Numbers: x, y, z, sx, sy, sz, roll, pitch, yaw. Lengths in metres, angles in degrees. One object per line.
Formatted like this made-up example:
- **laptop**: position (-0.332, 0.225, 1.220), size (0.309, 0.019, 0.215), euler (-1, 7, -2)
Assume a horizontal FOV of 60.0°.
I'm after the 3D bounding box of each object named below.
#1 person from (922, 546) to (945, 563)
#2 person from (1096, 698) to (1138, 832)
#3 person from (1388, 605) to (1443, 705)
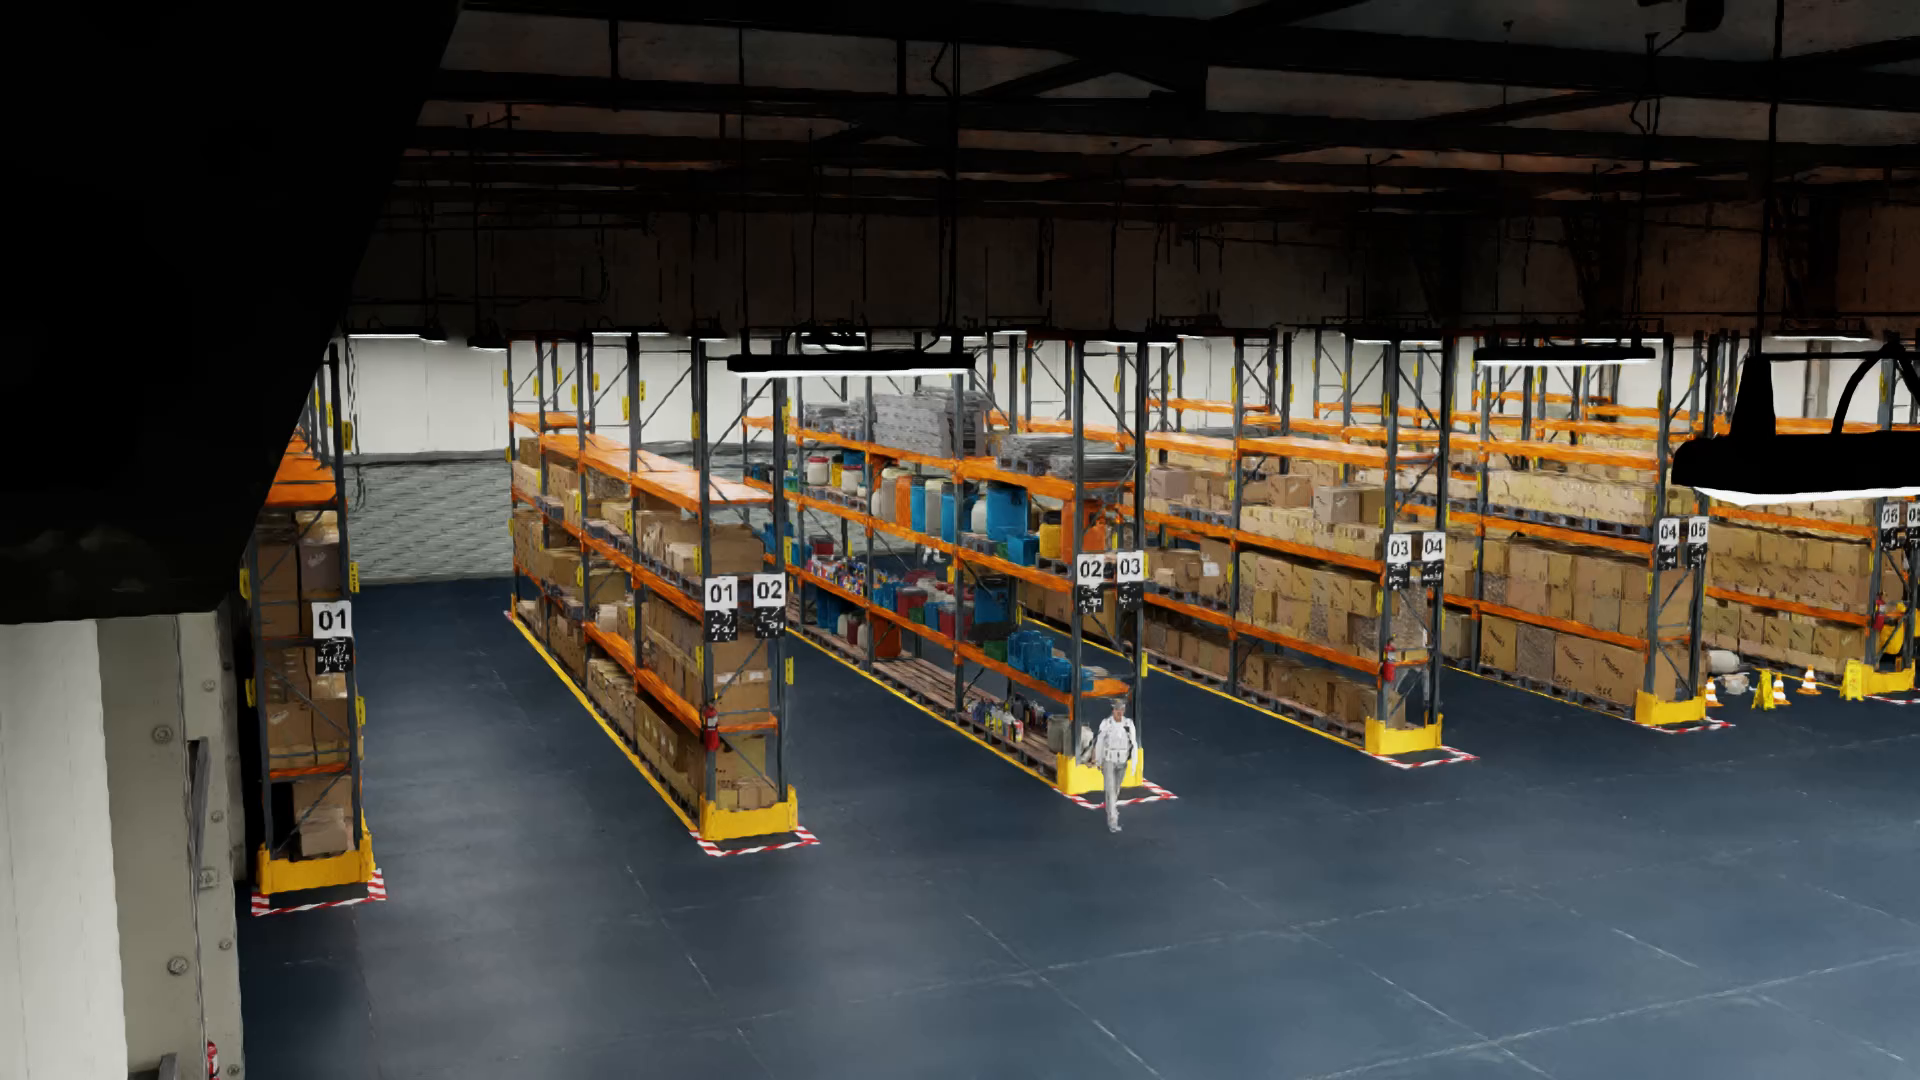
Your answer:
- **person**: position (-0.678, -0.306, 42.349), size (0.494, 1.786, 0.720), euler (3, 8, 23)
- **person**: position (1.950, 2.722, 20.586), size (0.481, 1.621, 0.997), euler (-2, 8, -14)
- **person**: position (7.301, 1.846, 26.813), size (0.700, 1.696, 0.814), euler (-7, 11, -43)
